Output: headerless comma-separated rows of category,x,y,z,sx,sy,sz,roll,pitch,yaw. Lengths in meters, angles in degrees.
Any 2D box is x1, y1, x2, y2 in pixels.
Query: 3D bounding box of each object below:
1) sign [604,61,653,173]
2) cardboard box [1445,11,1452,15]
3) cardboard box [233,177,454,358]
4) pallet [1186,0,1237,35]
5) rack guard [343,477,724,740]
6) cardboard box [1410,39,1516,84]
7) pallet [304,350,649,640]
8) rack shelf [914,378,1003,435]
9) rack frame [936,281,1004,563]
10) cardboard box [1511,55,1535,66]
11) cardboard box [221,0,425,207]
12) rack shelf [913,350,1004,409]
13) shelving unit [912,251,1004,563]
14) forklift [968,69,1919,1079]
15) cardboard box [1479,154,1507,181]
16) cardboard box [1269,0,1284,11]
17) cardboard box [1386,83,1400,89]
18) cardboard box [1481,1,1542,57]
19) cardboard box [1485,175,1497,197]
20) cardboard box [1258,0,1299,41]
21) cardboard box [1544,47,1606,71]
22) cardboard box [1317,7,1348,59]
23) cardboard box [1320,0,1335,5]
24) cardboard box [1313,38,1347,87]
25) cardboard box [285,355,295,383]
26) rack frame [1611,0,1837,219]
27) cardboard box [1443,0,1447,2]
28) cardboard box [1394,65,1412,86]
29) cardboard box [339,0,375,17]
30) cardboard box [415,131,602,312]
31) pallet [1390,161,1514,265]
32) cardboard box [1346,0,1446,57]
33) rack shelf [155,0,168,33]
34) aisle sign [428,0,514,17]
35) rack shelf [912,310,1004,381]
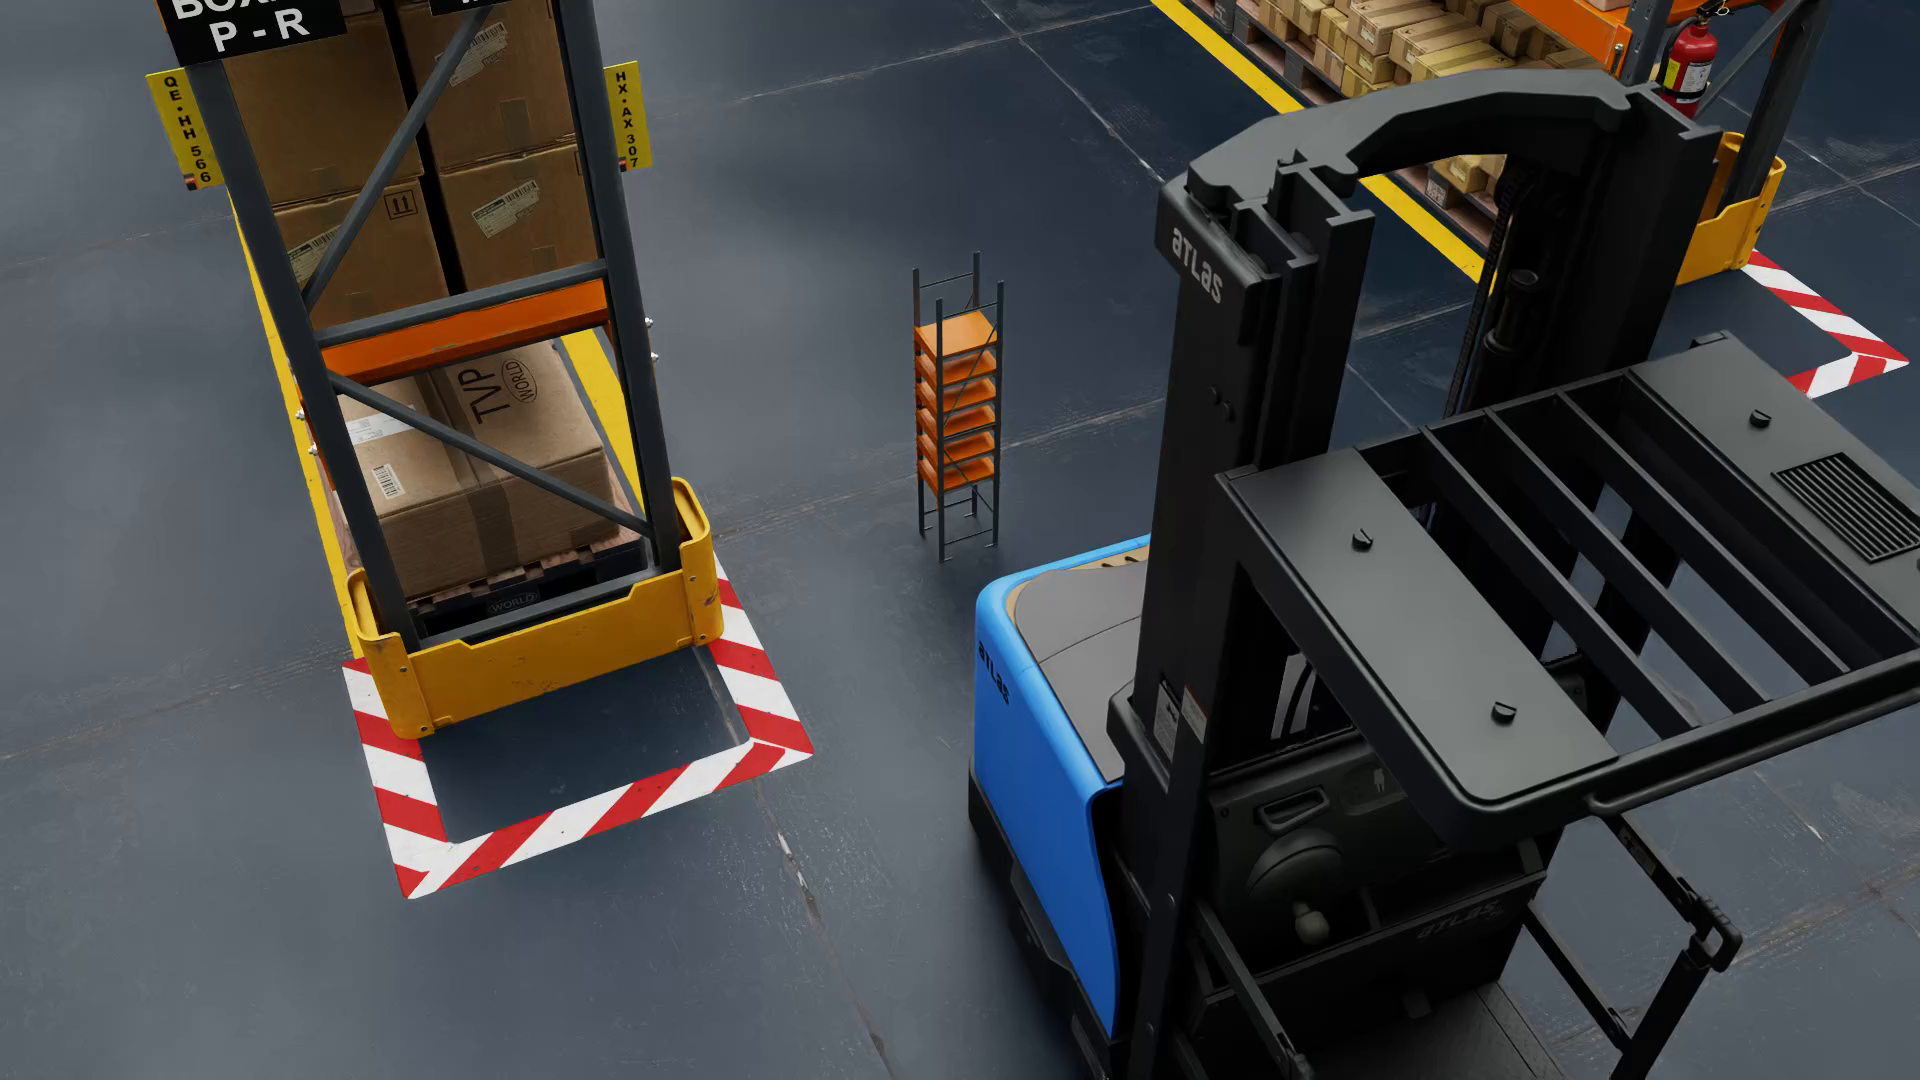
sign,-0.925,-1.175,4.633,0.100,0.325,0.005,-18,47,-17
cardboard box,2.576,-2.513,8.180,0.380,0.149,0.250,-20,48,-19
cardboard box,-1.874,-0.944,5.000,0.500,0.500,0.500,-18,47,-17
pallet,1.650,-3.344,9.489,1.003,0.211,1.213,-18,47,-17
rack guard,-1.421,0.226,5.665,1.175,0.500,0.348,-18,47,-17
cardboard box,2.287,-2.119,7.569,0.380,0.149,0.250,-19,48,-18
pallet,-1.838,-0.173,6.275,1.003,0.211,1.213,-18,47,-17
rack shelf,-0.006,-0.490,5.785,0.258,0.103,0.180,-18,47,-17
rack frame,0.032,-0.378,5.779,0.240,1.200,0.006,-18,47,-17
cardboard box,2.783,-2.176,7.839,0.380,0.149,0.250,-17,47,-17
cardboard box,-1.850,-1.307,4.656,0.500,0.500,0.500,-17,47,-16
rack shelf,-0.006,-0.576,5.701,0.258,0.103,0.180,-18,47,-17
shelving unit,-0.006,-0.436,5.838,0.258,1.200,0.189,-18,47,-17
forklift,1.047,0.677,3.477,1.130,2.935,3.031,-16,47,-15
cardboard box,2.537,-1.698,7.354,0.380,0.149,0.250,-19,48,-18
cardboard box,1.775,-2.855,8.527,0.380,0.149,0.250,-18,48,-18
cardboard box,2.258,-2.095,7.968,0.380,0.149,0.250,-18,47,-17
cardboard box,2.711,-2.458,7.913,0.380,0.149,0.250,-20,48,-19
cardboard box,2.607,-1.614,7.481,0.380,0.149,0.250,-17,47,-17
cardboard box,1.780,-2.747,8.629,0.380,0.149,0.250,-19,48,-18
cardboard box,2.880,-2.126,7.576,0.380,0.149,0.250,-17,47,-17
cardboard box,1.996,-2.523,8.191,0.380,0.149,0.250,-16,47,-15
cardboard box,1.926,-2.816,8.276,0.380,0.149,0.250,-18,47,-17
cardboard box,1.998,-2.419,8.297,0.380,0.149,0.250,-17,47,-17
cardboard box,-2.192,-0.888,6.540,0.875,0.438,0.875,-17,47,-16
rack frame,3.018,-2.205,6.349,1.000,3.000,0.127,-18,47,-17
cardboard box,2.534,-2.819,8.278,0.380,0.149,0.250,-17,47,-17
cardboard box,2.297,-2.230,7.893,0.380,0.149,0.250,-19,48,-18
cardboard box,-1.764,-1.471,4.360,0.380,0.149,0.250,-17,47,-17
cardboard box,-1.372,-1.105,5.163,0.500,0.500,0.500,-18,48,-18
pallet,2.676,-1.789,7.913,1.003,0.211,1.213,-18,47,-17
cardboard box,2.073,-2.457,7.912,0.380,0.149,0.250,-16,47,-16
rack shelf,-2.272,-2.765,5.293,1.077,0.370,4.000,-18,47,-17
aisle sign,-1.138,-1.644,3.930,0.394,0.787,0.004,-18,47,-17
rack shelf,-0.006,-0.661,5.616,0.258,0.103,0.180,-18,47,-17
